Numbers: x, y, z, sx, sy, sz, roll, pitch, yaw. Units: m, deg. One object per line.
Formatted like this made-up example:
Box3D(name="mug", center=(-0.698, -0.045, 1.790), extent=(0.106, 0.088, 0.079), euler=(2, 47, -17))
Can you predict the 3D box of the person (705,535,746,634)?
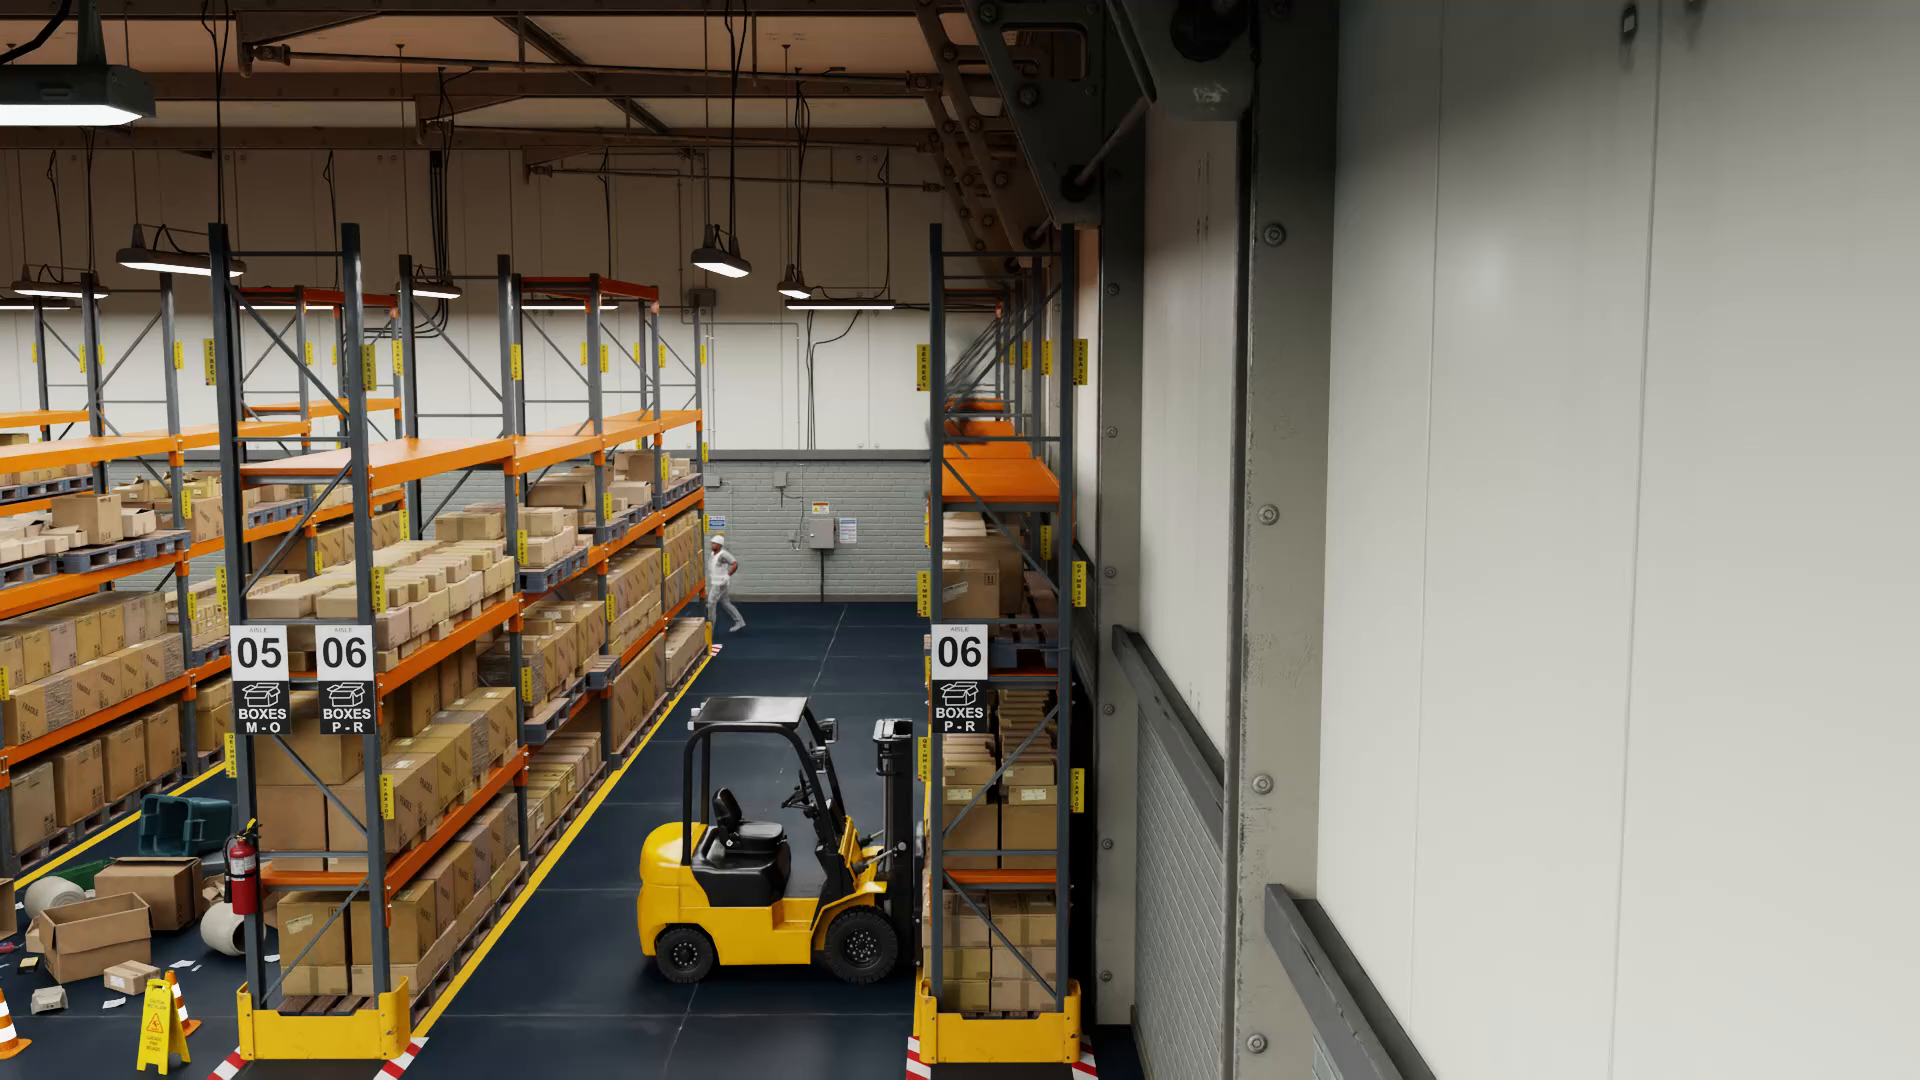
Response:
Box3D(name="person", center=(-4.265, 0.820, 29.696), extent=(0.853, 1.833, 0.651), euler=(-2, 7, -16))
